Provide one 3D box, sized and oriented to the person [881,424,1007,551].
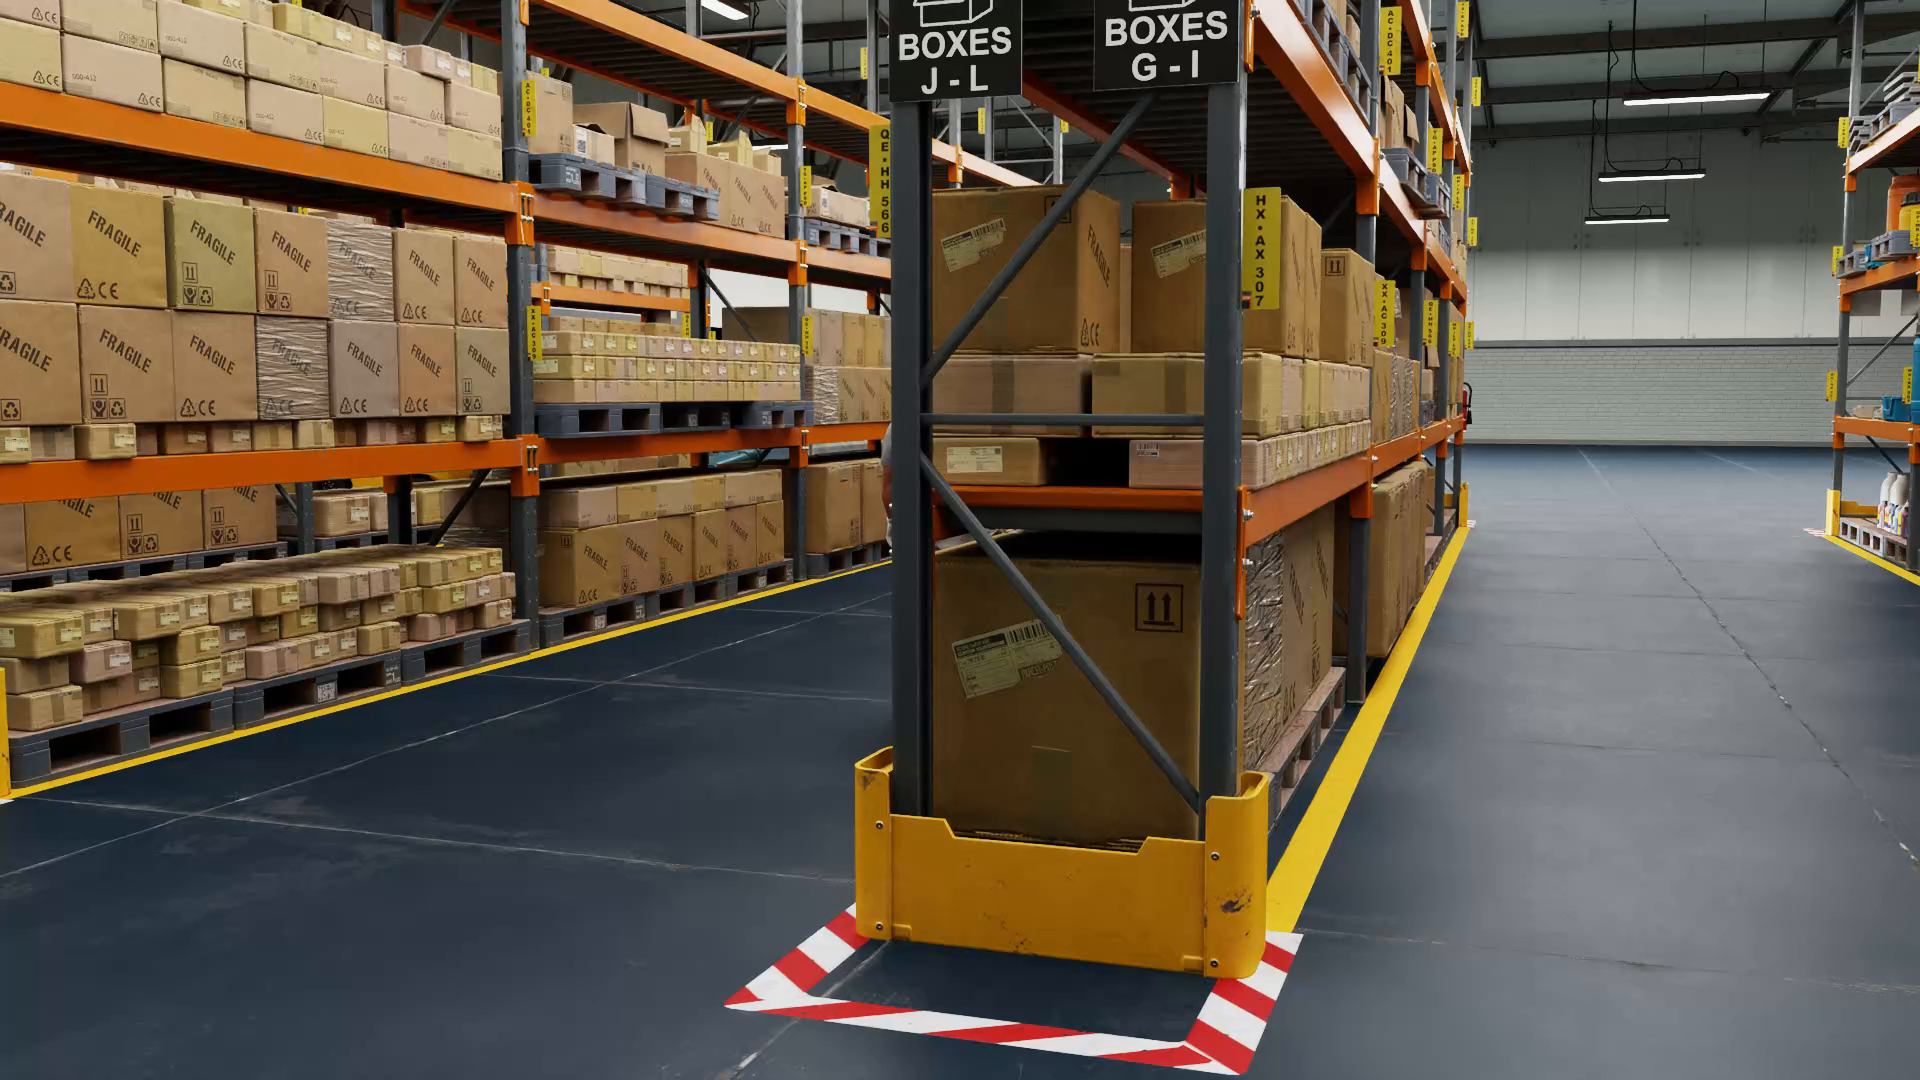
[{"bbox_3d":[-0.057,-0.072,8.502,0.637,1.787,0.565,2,5,19],"label":"person"}]
